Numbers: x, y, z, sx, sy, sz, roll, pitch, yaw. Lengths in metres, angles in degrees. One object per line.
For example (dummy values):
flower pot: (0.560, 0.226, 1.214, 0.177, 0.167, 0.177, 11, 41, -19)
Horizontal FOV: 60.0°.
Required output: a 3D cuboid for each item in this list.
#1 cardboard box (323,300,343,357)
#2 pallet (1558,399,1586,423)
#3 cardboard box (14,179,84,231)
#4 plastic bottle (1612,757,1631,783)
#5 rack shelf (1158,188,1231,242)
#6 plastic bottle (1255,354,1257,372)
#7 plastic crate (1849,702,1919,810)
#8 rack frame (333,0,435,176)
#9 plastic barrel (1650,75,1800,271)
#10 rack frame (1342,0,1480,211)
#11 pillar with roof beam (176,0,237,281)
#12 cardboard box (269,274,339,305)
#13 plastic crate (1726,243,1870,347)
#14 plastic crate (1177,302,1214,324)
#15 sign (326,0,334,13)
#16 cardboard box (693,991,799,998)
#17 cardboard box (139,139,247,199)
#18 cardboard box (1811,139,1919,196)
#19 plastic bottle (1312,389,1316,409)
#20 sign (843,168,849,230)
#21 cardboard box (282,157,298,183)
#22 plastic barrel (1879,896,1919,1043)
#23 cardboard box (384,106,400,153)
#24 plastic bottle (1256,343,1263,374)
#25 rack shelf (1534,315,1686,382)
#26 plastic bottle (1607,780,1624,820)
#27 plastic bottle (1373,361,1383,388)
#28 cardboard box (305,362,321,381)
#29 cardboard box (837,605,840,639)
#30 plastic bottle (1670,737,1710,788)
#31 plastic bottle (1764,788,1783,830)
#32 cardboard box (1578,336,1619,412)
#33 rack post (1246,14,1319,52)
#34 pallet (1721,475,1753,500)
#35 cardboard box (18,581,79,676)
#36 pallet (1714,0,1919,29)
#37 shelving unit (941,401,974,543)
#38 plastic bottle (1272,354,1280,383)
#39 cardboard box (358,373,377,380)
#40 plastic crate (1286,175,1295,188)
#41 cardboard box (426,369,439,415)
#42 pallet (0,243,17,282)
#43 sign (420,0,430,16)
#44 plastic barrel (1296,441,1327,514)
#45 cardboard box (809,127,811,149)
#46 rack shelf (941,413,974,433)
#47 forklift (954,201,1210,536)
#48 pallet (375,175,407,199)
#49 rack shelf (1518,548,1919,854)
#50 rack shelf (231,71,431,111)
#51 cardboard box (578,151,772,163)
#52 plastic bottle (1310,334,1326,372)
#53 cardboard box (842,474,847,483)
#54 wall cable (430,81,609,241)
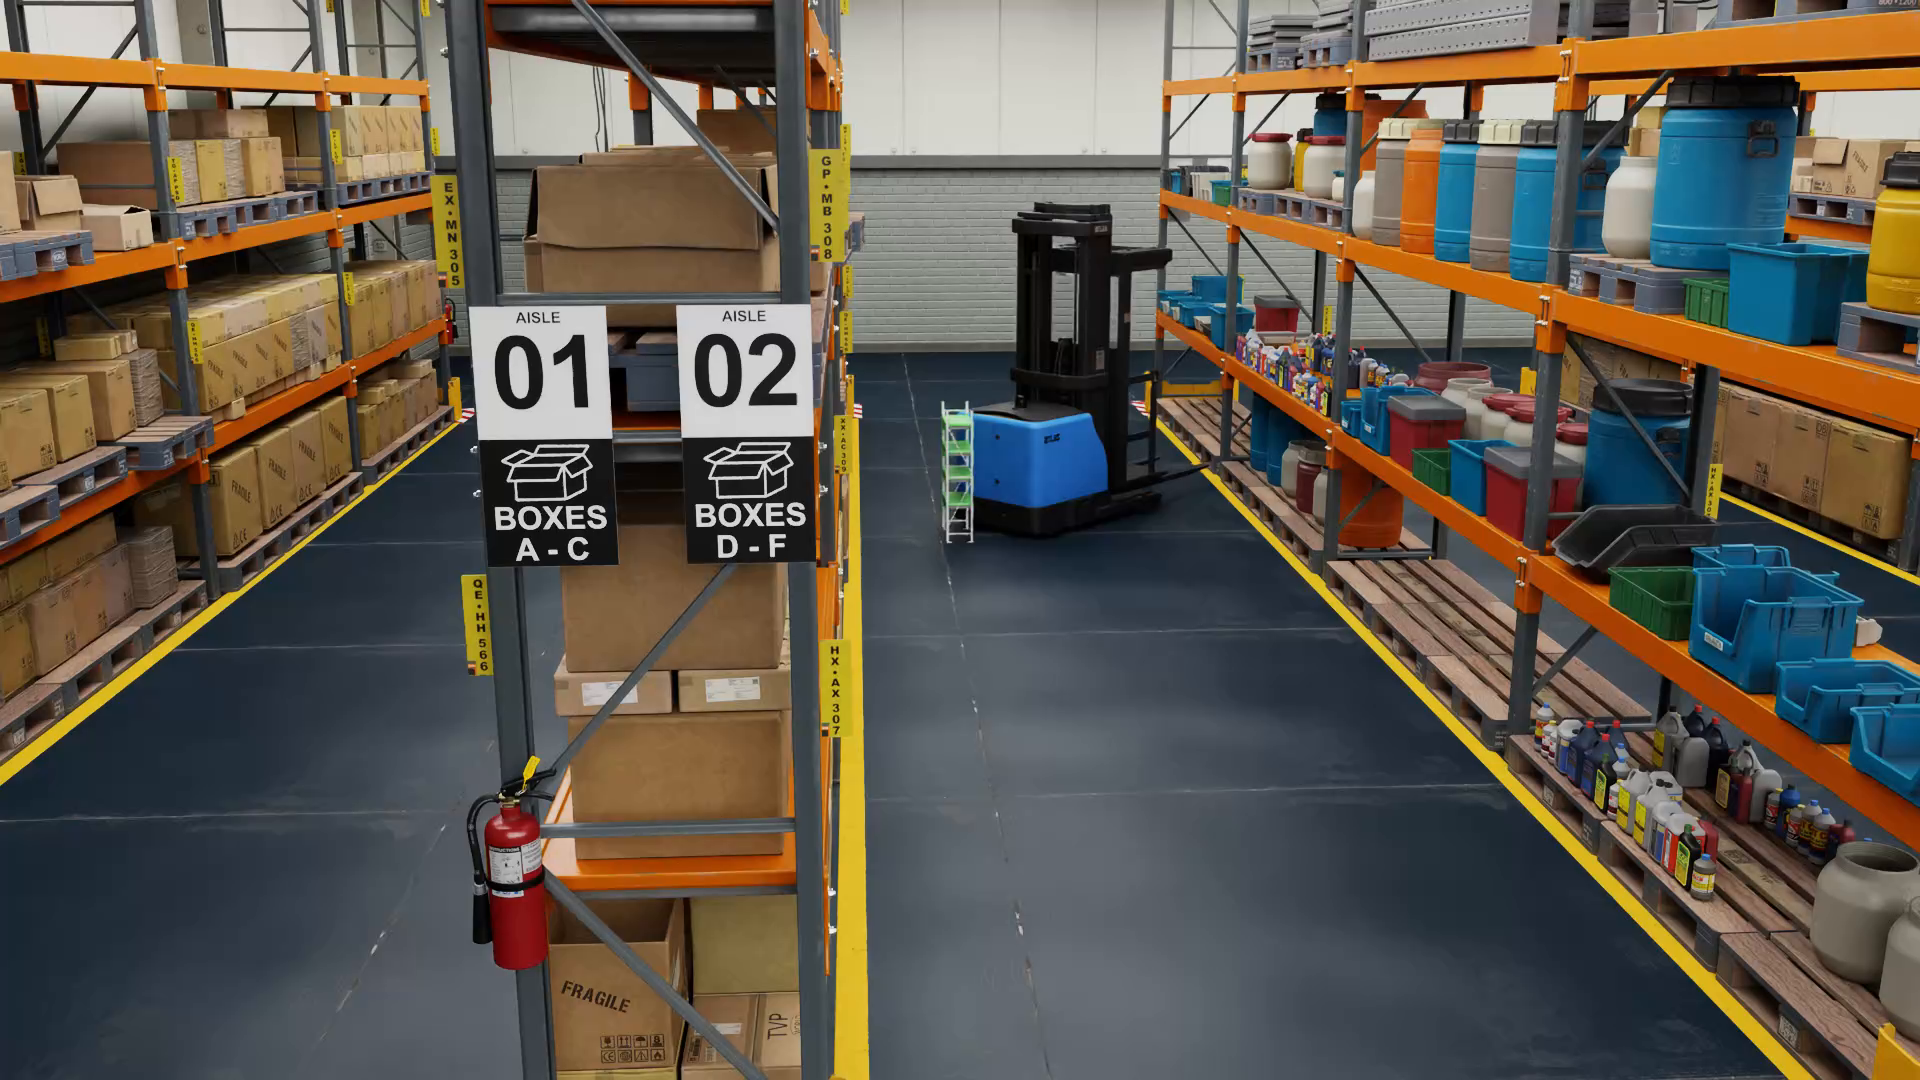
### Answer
cardboard box: (-6.354, -2.062, 16.182, 0.500, 0.500, 0.500, -1, 14, -4)
pallet: (8.077, -1.647, 21.003, 1.003, 0.211, 1.213, -1, 14, -3)
cardboard box: (-6.399, -2.164, 11.151, 0.797, 0.503, 0.637, 1, 14, 4)
plastic bottle: (3.443, 1.264, 8.685, 0.097, 0.271, 0.097, 0, 14, 0)
rack shelf: (3.130, -3.725, 18.909, 1.077, 0.370, 4.000, -1, 14, -3)
plastic bottle: (2.917, -1.738, 16.159, 0.097, 0.201, 0.097, 0, 14, 0)
plastic crate: (3.667, 0.813, 6.145, 0.499, 0.251, 0.616, -1, 14, -3)
rack frame: (-6.882, -5.871, 19.784, 1.000, 3.000, 0.127, -1, 14, -3)
plastic barrel: (3.704, -1.784, 8.070, 0.600, 0.901, 0.708, -1, 14, -3)
rack frame: (3.501, -4.034, 12.646, 1.000, 3.000, 0.127, -1, 14, -3)
pillar with roof beam: (-3.244, -5.103, 16.801, 9.100, 9.000, 0.400, -1, 14, -3)
cardboard box: (-6.350, -2.424, 16.084, 0.500, 0.250, 0.500, -1, 14, -2)
plastic crate: (3.578, -1.054, 7.114, 0.392, 0.384, 0.575, -1, 14, -3)
plastic crate: (2.774, -2.672, 19.608, 0.416, 0.233, 0.300, -1, 14, -3)
sign: (-7.437, -6.393, 19.621, 0.100, 0.325, 0.005, -1, 14, -3)
cardboard box: (-0.793, 1.804, 6.672, 0.500, 0.250, 0.500, -1, 14, -3)
cardboard box: (-6.623, -3.201, 14.345, 0.700, 0.500, 0.500, -1, 14, -3)
cardboard box: (8.297, -3.419, 15.225, 0.797, 0.503, 0.637, -1, 14, -4)
plastic bottle: (3.047, -1.213, 14.119, 0.097, 0.201, 0.097, 0, 14, 0)
sign: (-0.641, -1.809, 8.820, 0.100, 0.325, 0.005, -1, 14, -3)
cardboard box: (-6.911, -3.769, 16.893, 0.500, 0.250, 0.500, -1, 14, -3)
plastic barrel: (3.880, 1.700, 6.550, 0.421, 0.512, 0.421, 0, 14, 0)
cardboard box: (-6.504, -4.528, 18.339, 0.500, 0.500, 0.500, -2, 15, -6)
plastic bottle: (2.906, -1.748, 16.036, 0.061, 0.283, 0.133, -1, 14, -3)
rack shelf: (8.073, -2.349, 19.580, 1.077, 0.370, 4.000, -1, 14, -3)
plastic bottle: (3.391, 1.333, 8.558, 0.097, 0.201, 0.097, 0, 14, 0)
plastic bottle: (3.771, -1.473, 14.965, 0.061, 0.283, 0.133, -1, 14, -3)
cardboard box: (-6.246, -1.587, 15.637, 0.380, 0.149, 0.250, -1, 14, -3)
cardboard box: (-0.998, 0.567, 10.352, 0.500, 0.311, 0.500, -1, 14, -4)
plastic bottle: (3.942, 1.184, 8.988, 0.152, 0.276, 0.135, -1, 14, -3)
plastic bottle: (4.149, 1.361, 8.448, 0.097, 0.201, 0.097, 0, 14, 0)
cardboard box: (8.125, -1.985, 20.142, 0.875, 0.875, 0.875, -1, 14, -3)
rack post: (3.275, -4.782, 15.705, 0.937, 0.300, 0.954, -1, 14, -4)
pallet: (8.320, -0.659, 17.163, 1.003, 0.211, 1.213, -1, 14, -3)
cardboard box: (-6.274, 0.579, 10.892, 0.700, 0.500, 0.500, -1, 14, -3)
pallet: (3.907, -2.245, 6.875, 1.003, 0.211, 1.213, -1, 14, -3)
shelving unit: (-0.025, -0.616, 15.014, 0.258, 1.200, 0.503, -1, 14, -5)
plastic bottle: (2.960, -1.599, 15.478, 0.097, 0.271, 0.097, 0, 14, 0)
cardboard box: (-6.866, -1.812, 18.923, 0.380, 0.149, 0.250, -1, 14, -3)
plastic crate: (3.450, -3.826, 18.119, 0.497, 0.269, 0.590, -1, 14, -3)
cardboard box: (-6.739, -1.786, 20.120, 0.700, 0.500, 0.500, -1, 14, -3)
pallet: (-6.071, -1.498, 9.185, 1.213, 0.211, 1.003, -1, 14, -3)
sign: (-6.340, -6.366, 19.677, 0.100, 0.325, 0.005, -1, 14, -3)
plastic barrel: (3.384, -0.566, 15.205, 0.600, 0.588, 0.708, -1, 14, -3)
cardboard box: (-1.669, -3.509, 15.379, 0.600, 0.600, 0.600, -1, 14, -4)
rack shelf: (-0.025, -1.019, 14.911, 0.258, 0.148, 0.480, -1, 14, -5)
forklift: (1.312, -1.757, 15.974, 1.130, 2.935, 3.031, 13, 19, 41)
pallet: (-6.747, -3.887, 18.270, 1.003, 0.211, 1.213, -1, 14, -3)
rack shelf: (3.873, 0.712, 7.683, 1.077, 0.370, 4.000, -1, 14, -3)
rack shelf: (-6.758, -4.831, 17.990, 1.077, 0.370, 4.000, -1, 14, -3)
cardboard box: (-1.219, -1.421, 7.177, 0.797, 0.503, 0.637, 1, 14, 3)
plastic bottle: (3.505, -1.828, 16.210, 0.144, 0.351, 0.185, -1, 14, -3)
cardboard box: (-1.224, -0.303, 14.319, 0.500, 0.500, 0.500, -1, 14, -5)
wall cable: (-6.876, -5.779, 25.659, 3.097, 2.526, 0.112, -1, 14, -3)
